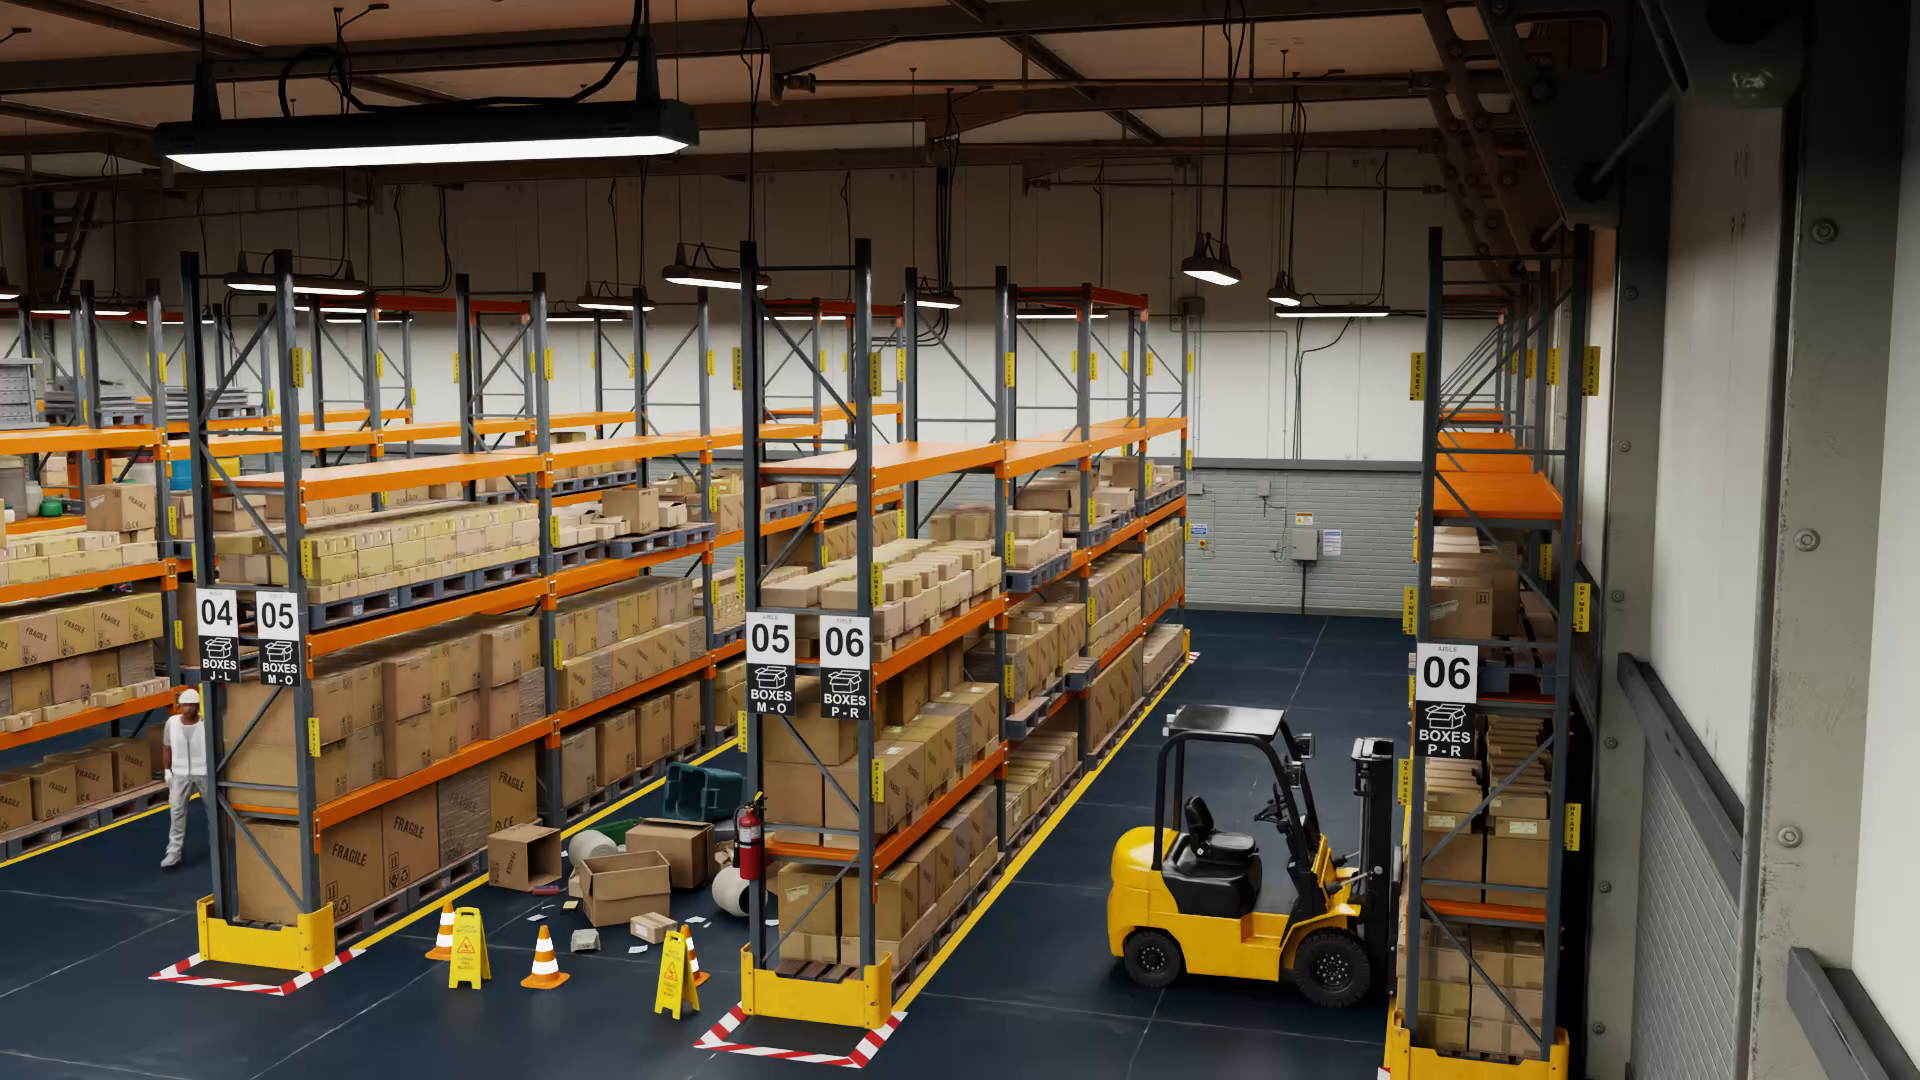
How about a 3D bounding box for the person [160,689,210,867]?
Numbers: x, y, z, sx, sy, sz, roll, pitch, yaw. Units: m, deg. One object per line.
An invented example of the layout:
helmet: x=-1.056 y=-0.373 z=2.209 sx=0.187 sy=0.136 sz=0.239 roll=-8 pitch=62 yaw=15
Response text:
person: x=-7.862 y=2.373 z=17.029 sx=0.618 sy=1.716 sz=1.077 roll=-1 pitch=6 yaw=-8
